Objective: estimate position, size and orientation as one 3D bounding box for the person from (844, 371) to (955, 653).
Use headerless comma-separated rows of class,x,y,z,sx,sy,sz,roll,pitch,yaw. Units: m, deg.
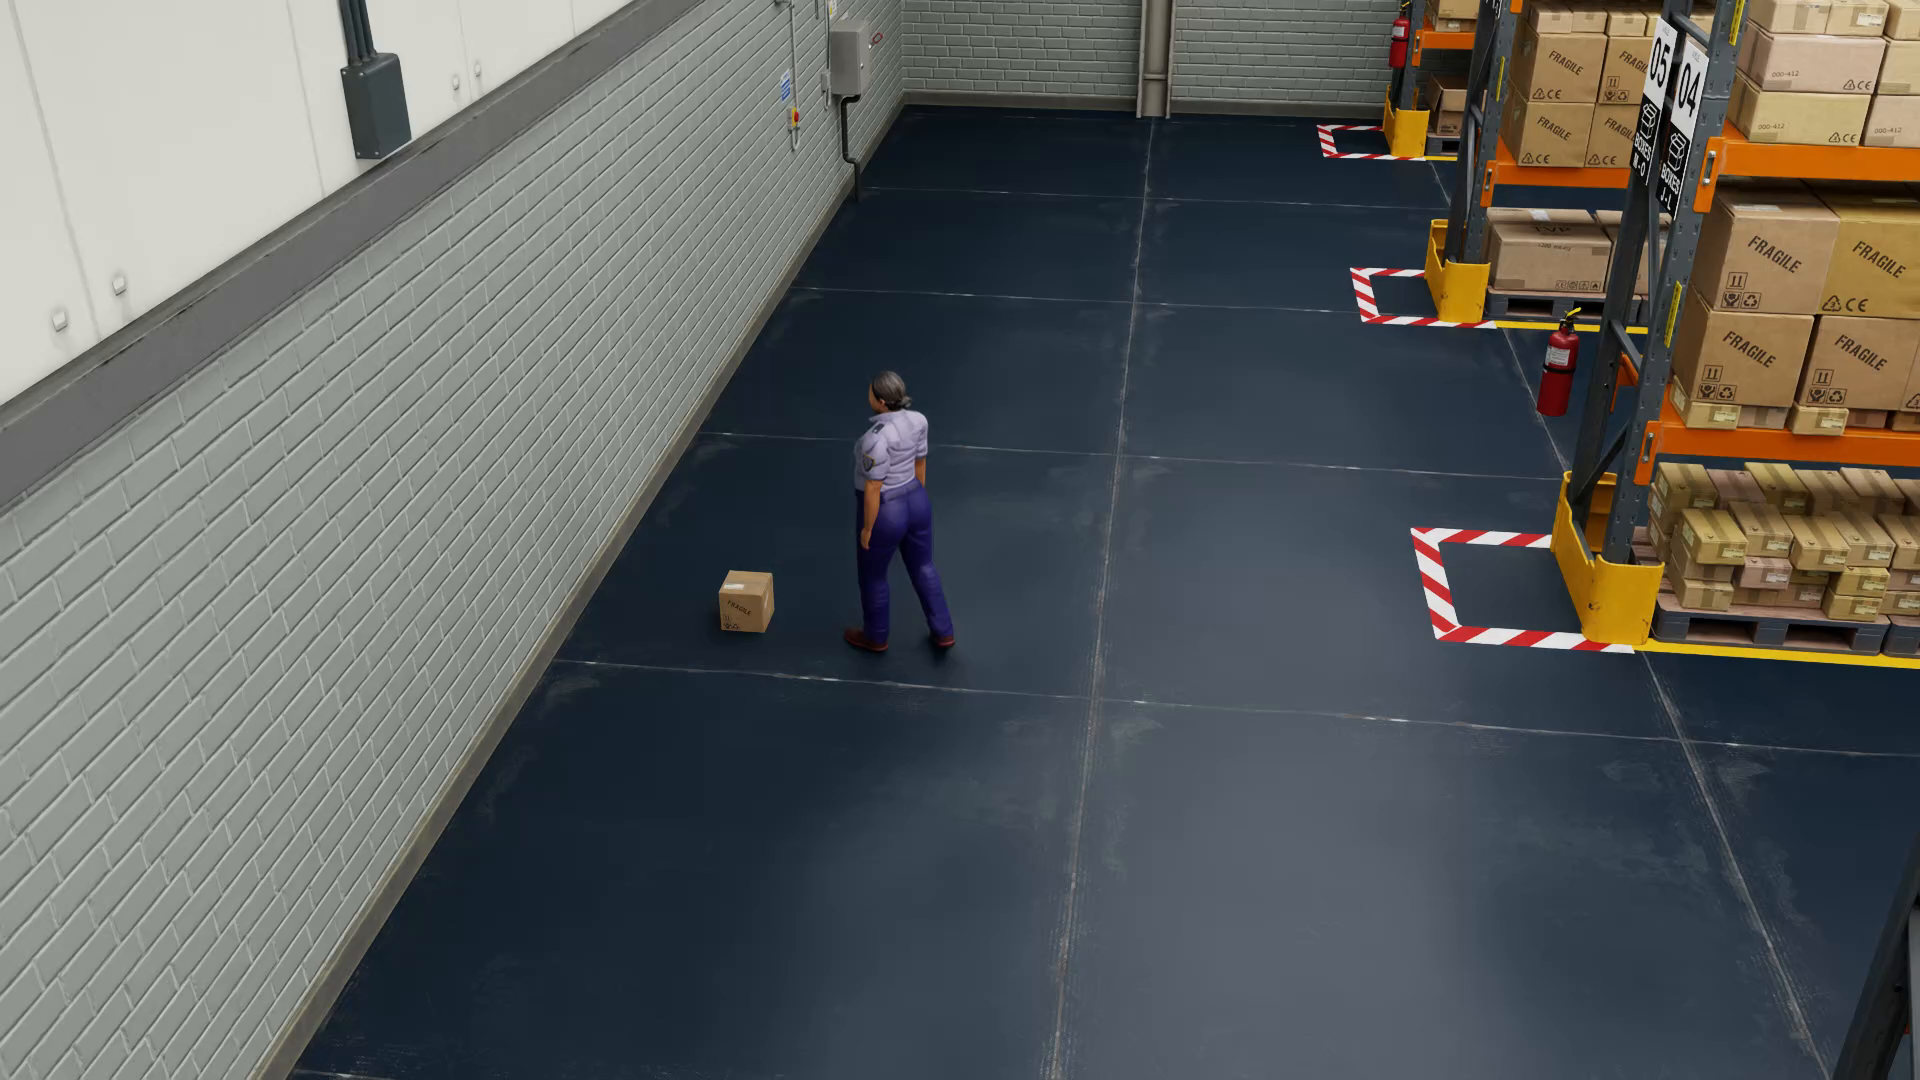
person,-0.328,-0.132,8.879,0.614,1.633,0.521,24,37,37
